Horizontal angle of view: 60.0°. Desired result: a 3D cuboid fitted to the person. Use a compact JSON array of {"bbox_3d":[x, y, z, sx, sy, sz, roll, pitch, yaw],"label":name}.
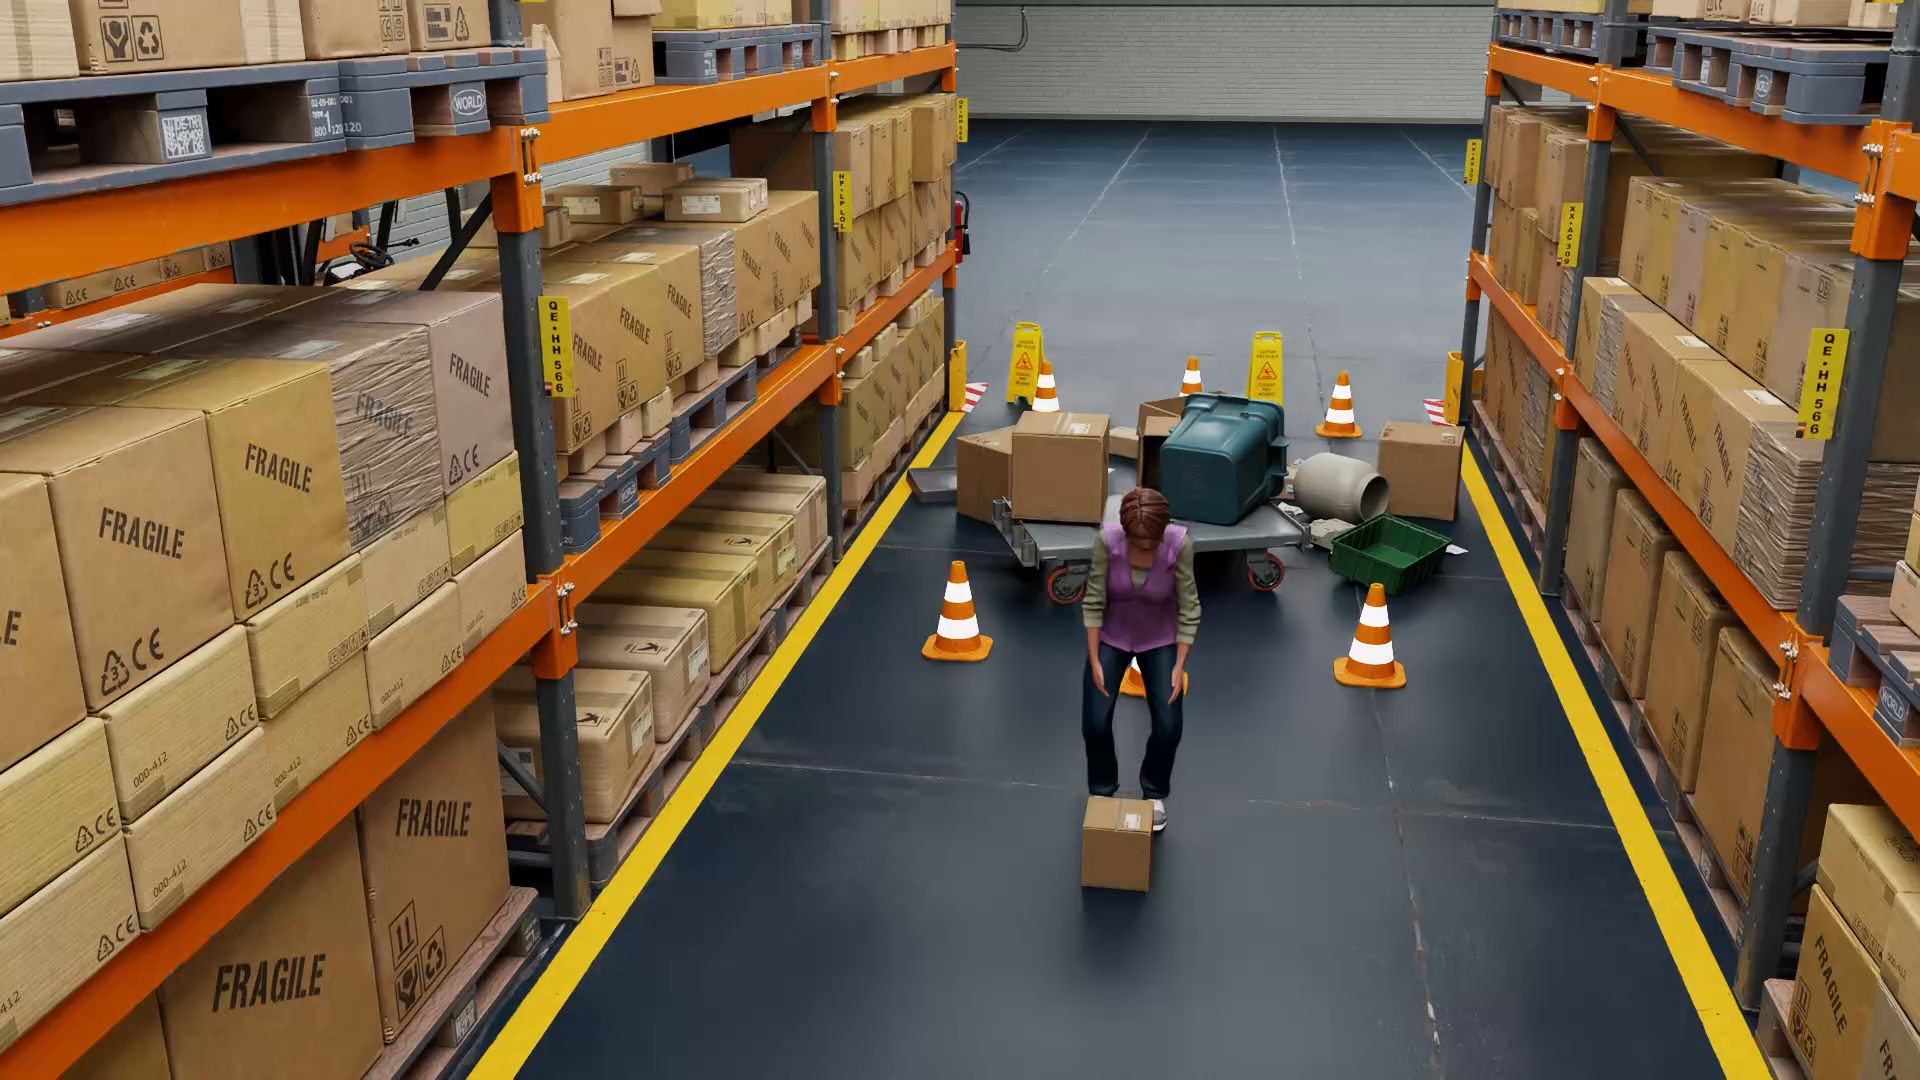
[{"bbox_3d":[0.704,0.452,6.483,0.454,1.429,0.539,3,18,9],"label":"person"}]
